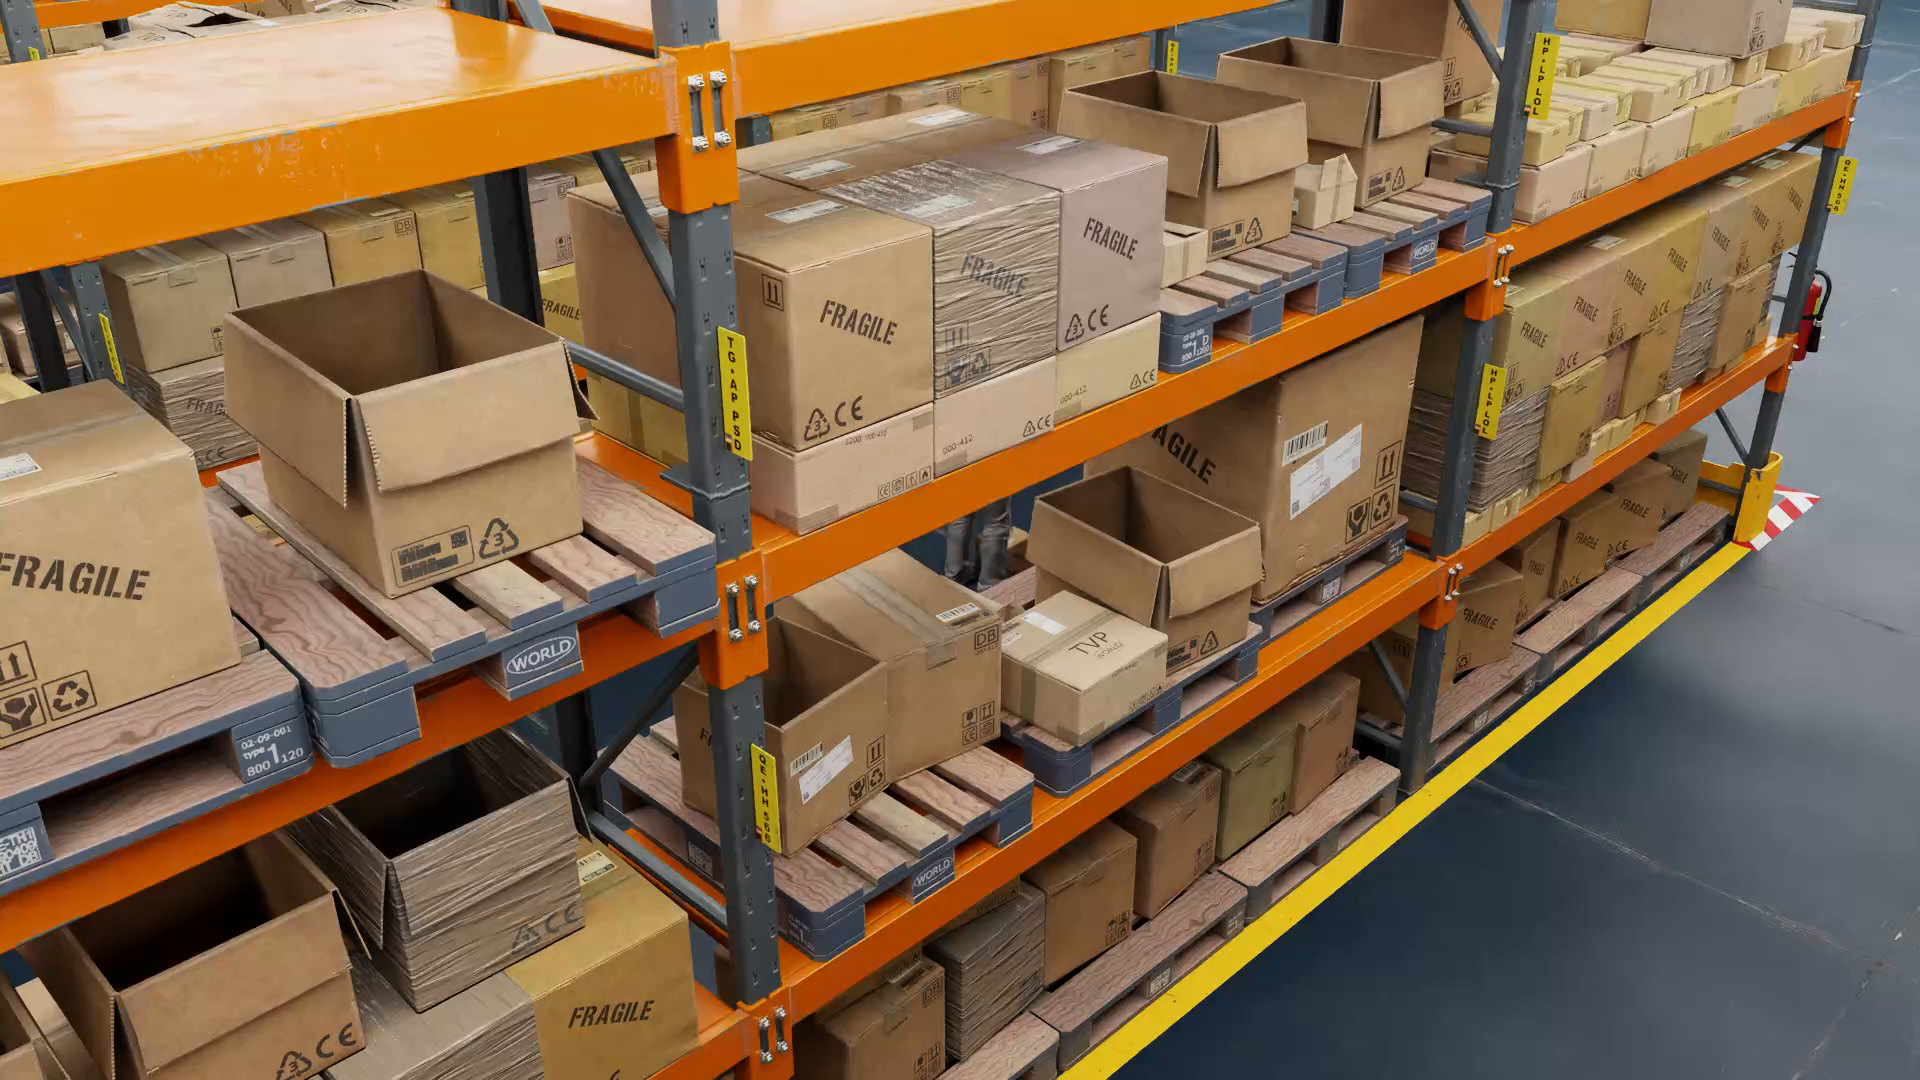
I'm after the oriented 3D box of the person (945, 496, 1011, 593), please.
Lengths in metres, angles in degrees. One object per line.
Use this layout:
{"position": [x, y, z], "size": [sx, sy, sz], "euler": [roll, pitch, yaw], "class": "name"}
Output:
{"position": [0.090, -0.496, 9.545], "size": [0.571, 1.768, 0.458], "euler": [23, 35, 37], "class": "person"}
